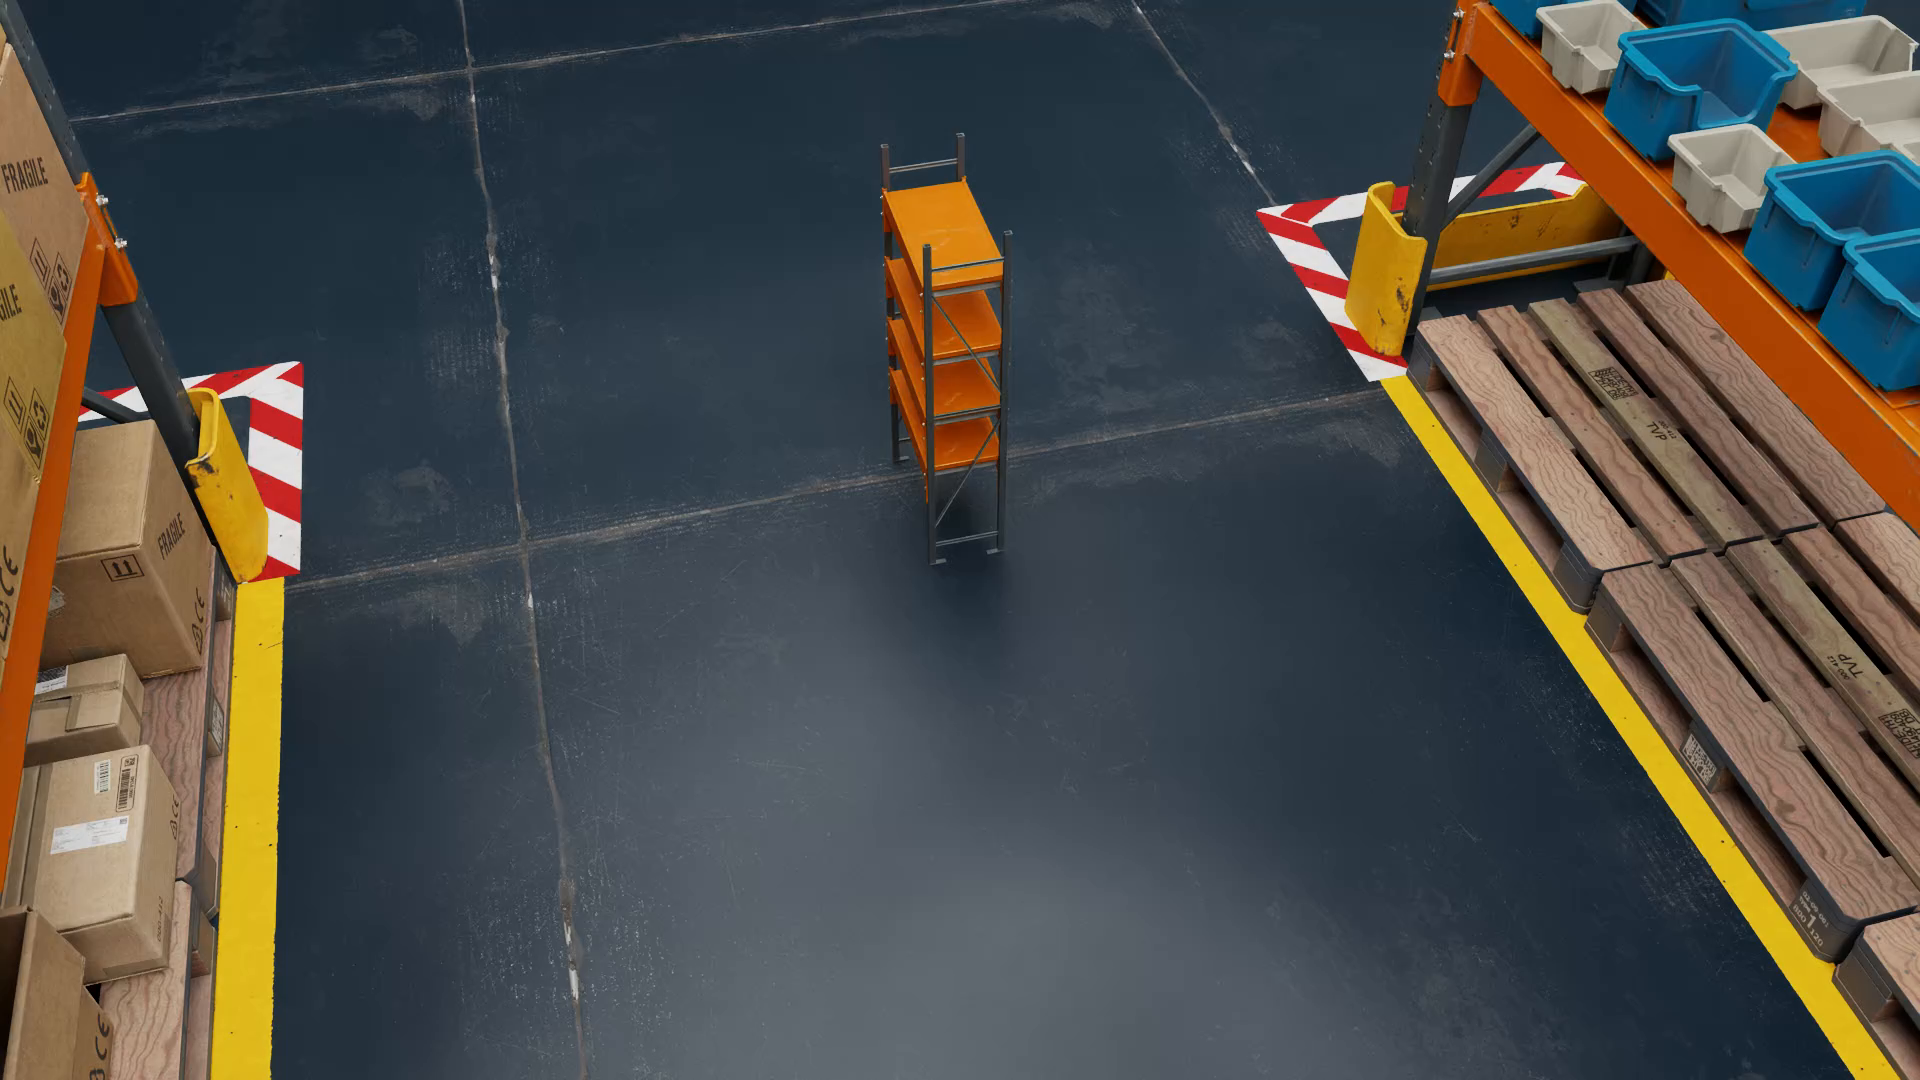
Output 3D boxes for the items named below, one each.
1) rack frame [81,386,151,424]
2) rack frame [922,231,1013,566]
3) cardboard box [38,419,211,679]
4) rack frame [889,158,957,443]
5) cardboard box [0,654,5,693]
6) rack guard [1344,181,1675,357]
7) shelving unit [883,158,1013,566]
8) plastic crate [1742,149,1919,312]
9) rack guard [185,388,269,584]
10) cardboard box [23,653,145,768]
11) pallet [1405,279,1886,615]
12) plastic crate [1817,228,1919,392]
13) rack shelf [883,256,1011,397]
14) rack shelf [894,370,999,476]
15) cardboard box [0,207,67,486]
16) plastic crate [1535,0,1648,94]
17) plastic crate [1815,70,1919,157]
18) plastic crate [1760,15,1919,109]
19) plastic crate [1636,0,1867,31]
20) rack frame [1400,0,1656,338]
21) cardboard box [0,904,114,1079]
[{"bbox_3d":[-2.775,-0.995,4.125,0.949,2.616,0.053,-11,47,-10],"label":"rack frame"},{"bbox_3d":[0.020,-0.366,4.768,0.240,1.200,0.015,-11,47,-10],"label":"rack frame"},{"bbox_3d":[-2.395,0.056,4.538,0.500,0.500,0.500,-11,47,-10],"label":"cardboard box"},{"bbox_3d":[-0.104,-0.703,5.099,0.228,1.046,0.006,-11,47,-10],"label":"rack frame"},{"bbox_3d":[-2.007,0.280,2.806,0.500,0.500,0.500,-11,47,-11],"label":"cardboard box"},{"bbox_3d":[1.998,-1.038,5.917,1.175,0.500,0.348,-11,47,-10],"label":"rack guard"},{"bbox_3d":[-0.042,-0.533,4.932,0.258,1.200,0.499,-11,47,-10],"label":"shelving unit"},{"bbox_3d":[2.099,-0.722,3.932,0.416,0.233,0.300,-11,47,-10],"label":"plastic crate"},{"bbox_3d":[-2.753,-0.068,4.967,1.175,0.500,0.348,-11,47,-10],"label":"rack guard"},{"bbox_3d":[-2.378,0.468,4.367,0.380,0.166,0.250,-11,47,-10],"label":"cardboard box"},{"bbox_3d":[2.191,-0.346,5.442,1.003,0.211,1.213,-11,47,-10],"label":"pallet"},{"bbox_3d":[2.176,-0.514,3.729,0.416,0.233,0.300,-11,47,-10],"label":"plastic crate"},{"bbox_3d":[-0.042,-0.644,4.822,0.258,0.148,0.480,-11,47,-10],"label":"rack shelf"},{"bbox_3d":[-0.042,-0.376,5.095,0.221,0.050,0.457,-11,47,-10],"label":"rack shelf"},{"bbox_3d":[-2.258,-0.414,3.485,0.500,0.500,0.500,-10,46,-10],"label":"cardboard box"},{"bbox_3d":[1.764,-1.360,4.626,0.250,0.136,0.298,-11,47,-10],"label":"plastic crate"},{"bbox_3d":[2.461,-1.095,4.365,0.396,0.136,0.243,-11,47,-10],"label":"plastic crate"},{"bbox_3d":[2.401,-1.298,4.564,0.396,0.136,0.243,-11,47,-10],"label":"plastic crate"},{"bbox_3d":[2.283,-1.735,4.784,0.616,0.435,0.499,-11,47,-10],"label":"plastic crate"},{"bbox_3d":[2.017,-1.899,5.011,1.000,3.000,0.127,-11,47,-10],"label":"rack frame"},{"bbox_3d":[-2.234,1.189,3.424,0.797,0.503,0.637,-11,47,-10],"label":"cardboard box"}]
